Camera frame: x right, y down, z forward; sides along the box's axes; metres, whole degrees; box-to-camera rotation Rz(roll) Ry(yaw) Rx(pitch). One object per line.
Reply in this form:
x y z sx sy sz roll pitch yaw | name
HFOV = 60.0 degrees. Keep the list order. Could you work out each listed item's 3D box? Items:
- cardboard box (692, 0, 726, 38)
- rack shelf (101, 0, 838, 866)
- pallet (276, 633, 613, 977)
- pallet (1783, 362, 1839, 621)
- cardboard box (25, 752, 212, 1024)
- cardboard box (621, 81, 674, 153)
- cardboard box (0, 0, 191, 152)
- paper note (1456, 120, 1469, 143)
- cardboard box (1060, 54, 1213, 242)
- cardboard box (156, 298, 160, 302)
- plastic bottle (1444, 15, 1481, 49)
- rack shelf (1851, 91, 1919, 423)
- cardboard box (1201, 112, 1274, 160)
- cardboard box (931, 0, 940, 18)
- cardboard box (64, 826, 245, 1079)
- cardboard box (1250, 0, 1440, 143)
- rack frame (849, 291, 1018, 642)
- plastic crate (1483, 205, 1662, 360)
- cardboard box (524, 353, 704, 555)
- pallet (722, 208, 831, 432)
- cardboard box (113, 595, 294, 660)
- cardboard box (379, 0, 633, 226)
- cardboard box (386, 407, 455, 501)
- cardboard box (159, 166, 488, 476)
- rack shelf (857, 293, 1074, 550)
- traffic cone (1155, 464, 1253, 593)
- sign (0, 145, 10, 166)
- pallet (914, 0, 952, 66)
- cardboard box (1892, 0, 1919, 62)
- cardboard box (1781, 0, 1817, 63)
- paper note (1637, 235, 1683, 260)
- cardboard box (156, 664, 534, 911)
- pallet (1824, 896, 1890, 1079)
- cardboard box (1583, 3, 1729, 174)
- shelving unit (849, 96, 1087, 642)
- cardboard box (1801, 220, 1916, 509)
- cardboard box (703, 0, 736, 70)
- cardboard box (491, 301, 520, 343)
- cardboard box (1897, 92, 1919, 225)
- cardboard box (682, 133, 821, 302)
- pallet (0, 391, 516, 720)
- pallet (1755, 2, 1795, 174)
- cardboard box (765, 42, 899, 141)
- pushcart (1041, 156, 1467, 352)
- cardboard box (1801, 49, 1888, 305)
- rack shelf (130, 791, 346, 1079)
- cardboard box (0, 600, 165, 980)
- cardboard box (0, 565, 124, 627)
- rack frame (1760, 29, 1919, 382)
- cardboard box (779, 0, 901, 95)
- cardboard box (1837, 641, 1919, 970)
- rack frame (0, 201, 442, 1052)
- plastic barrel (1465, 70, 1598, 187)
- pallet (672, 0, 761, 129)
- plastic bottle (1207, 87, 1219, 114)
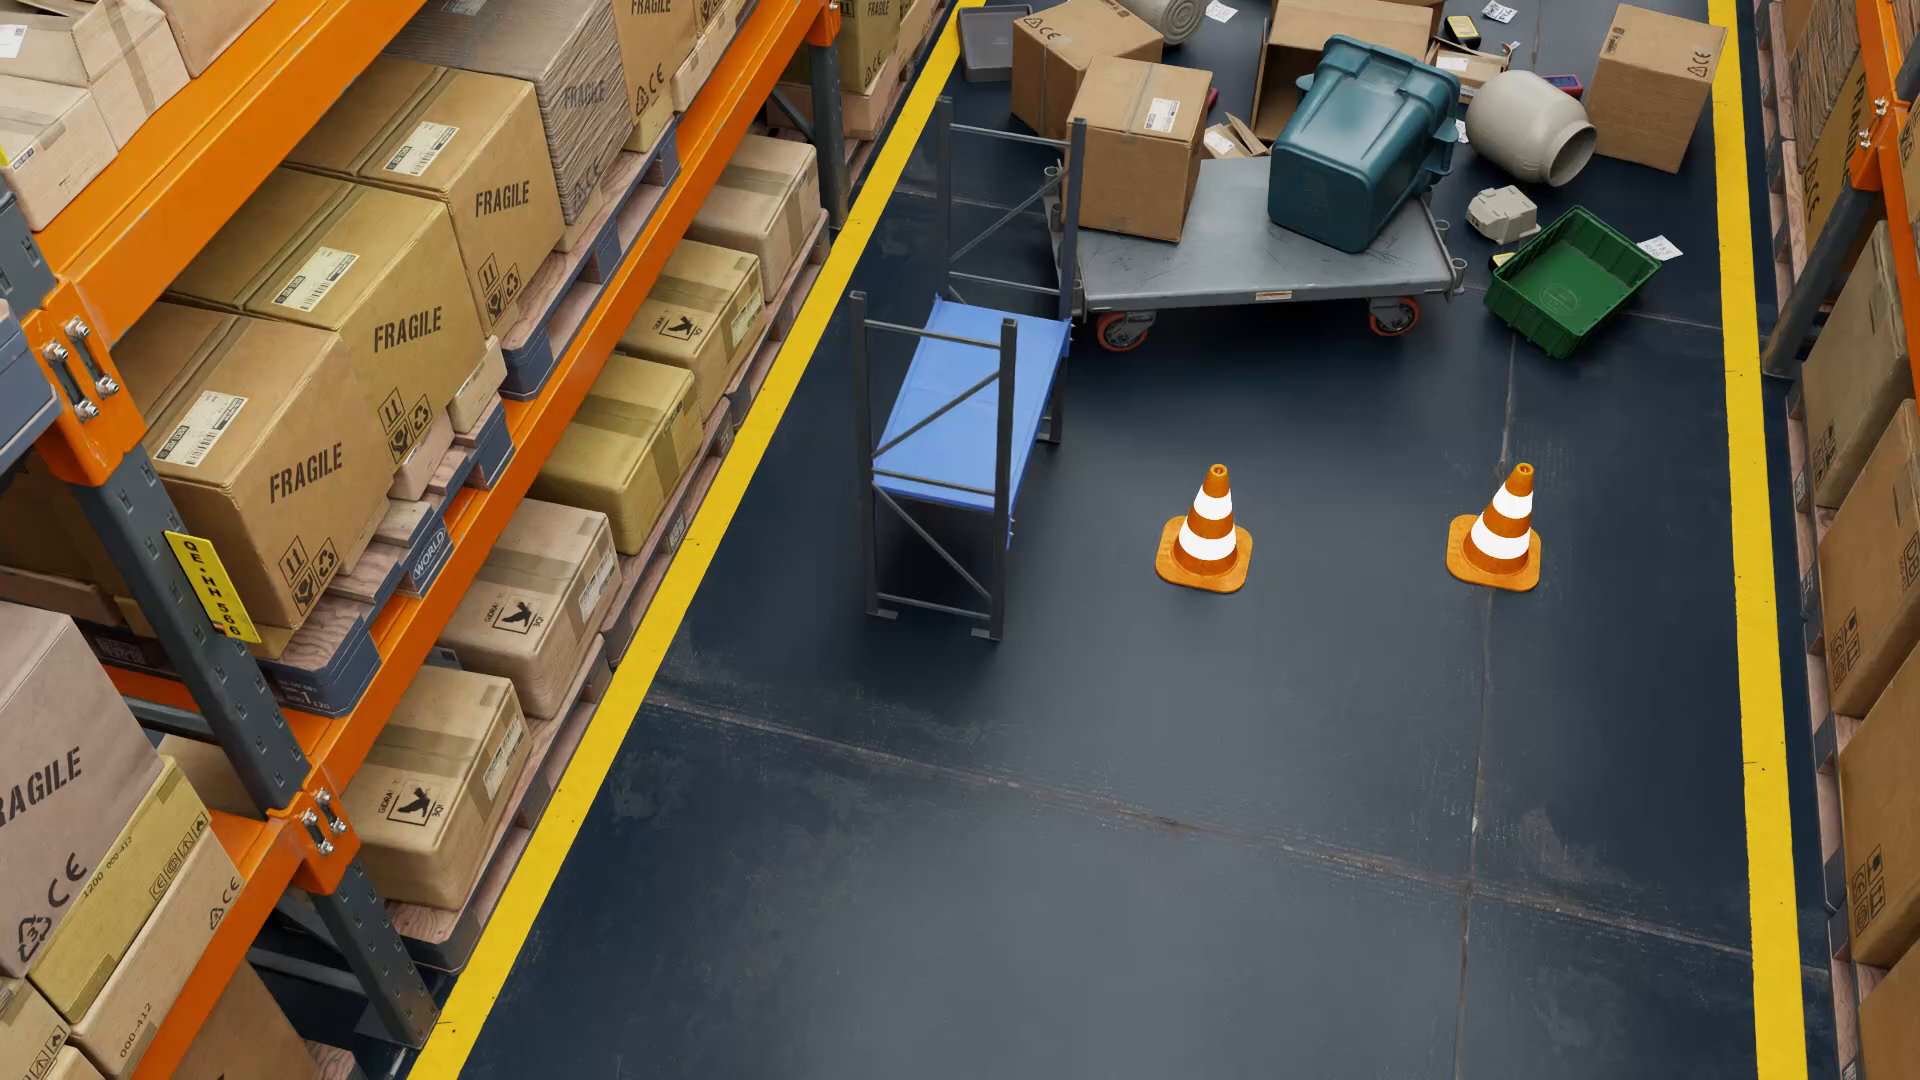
-1.033 -2.049 5.513 0.500 0.500 0.500 12 50 10 | cardboard box
-1.529 -0.832 5.464 1.077 0.370 4.000 12 50 10 | rack shelf
-1.849 0.734 5.461 1.003 0.211 1.213 12 50 10 | pallet
3.669 -0.118 6.213 1.003 0.211 1.213 12 50 10 | pallet
-1.938 0.661 3.433 0.500 0.250 0.500 11 50 10 | cardboard box
-1.155 -1.411 5.382 0.380 0.149 0.250 12 50 10 | cardboard box
-1.742 -0.951 3.178 0.396 0.266 0.258 12 50 10 | cardboard box
2.391 -1.972 7.975 0.172 0.023 0.155 28 54 22 | paper note
0.722 -1.611 6.833 0.500 0.500 0.500 12 50 10 | cardboard box
-2.079 -0.654 4.281 0.500 0.500 0.500 11 49 9 | cardboard box
2.573 -2.575 8.482 0.133 0.061 0.283 -4 49 -3 | plastic bottle
3.273 0.071 4.666 1.077 0.370 4.000 12 50 10 | rack shelf
1.282 -1.778 7.642 0.258 0.266 0.396 -19 51 -16 | cardboard box
-0.321 -2.892 8.356 0.500 0.250 0.500 11 49 10 | cardboard box
-1.939 0.843 3.606 0.500 0.250 0.500 10 49 9 | cardboard box
1.792 -2.181 7.749 0.797 0.637 0.503 12 50 10 | cardboard box
-0.086 -0.185 5.409 0.500 1.500 0.032 11 50 9 | rack frame
2.581 -1.086 7.045 0.662 0.188 0.450 -37 68 -28 | plastic crate
-1.506 -0.383 6.060 0.950 0.372 0.625 13 50 11 | cardboard box
-1.207 -1.031 7.019 1.003 0.211 1.213 12 50 10 | pallet
-1.791 0.122 4.029 0.380 0.149 0.250 9 49 8 | cardboard box
-1.311 -1.298 4.850 0.500 0.500 0.500 10 49 9 | cardboard box
-1.568 -0.265 4.370 0.380 0.149 0.250 9 49 8 | cardboard box
-1.584 -0.552 4.192 0.500 0.500 0.500 14 50 12 | cardboard box
0.037 -0.440 5.868 0.538 0.185 1.000 11 50 9 | rack shelf
0.910 -0.097 6.027 0.336 0.463 0.334 12 50 10 | traffic cone
-1.523 -0.698 2.467 0.100 0.325 0.005 12 50 10 | sign
-0.541 -2.972 8.733 1.003 0.211 1.213 12 50 10 | pallet
3.885 -1.932 5.855 0.875 0.550 0.550 12 50 10 | cardboard box
4.507 -2.802 7.860 0.875 0.875 0.875 11 49 9 | cardboard box
3.102 -1.296 7.373 0.147 0.020 0.142 -19 51 -16 | paper note
-1.898 0.700 5.104 0.950 0.372 0.625 9 49 7 | cardboard box
3.026 1.647 4.655 1.003 0.211 1.213 12 50 10 | pallet
3.218 -2.112 7.779 0.500 0.500 0.500 19 51 16 | cardboard box
0.039 -0.558 5.732 0.538 1.500 1.048 11 50 9 | shelving unit
3.722 -0.541 5.947 1.050 0.750 0.750 11 50 10 | cardboard box
-0.992 -1.765 5.695 0.380 0.149 0.250 11 49 9 | cardboard box
-1.487 -0.649 4.710 0.380 0.149 0.250 14 50 12 | cardboard box
3.401 -1.319 5.347 0.500 0.500 0.500 12 50 10 | cardboard box
-1.139 -1.407 6.963 0.950 0.372 0.625 12 50 11 | cardboard box
-1.971 -0.097 4.463 1.213 0.211 1.003 12 50 10 | pallet
4.394 -2.110 7.972 1.003 0.211 1.213 12 50 10 | pallet
-0.587 -2.120 7.674 0.500 0.250 0.500 10 49 8 | cardboard box
1.210 -1.236 7.089 1.648 0.377 0.936 -4 49 -3 | pushcart
4.032 -1.490 6.702 0.875 0.875 0.875 12 50 11 | cardboard box
-2.582 2.061 2.910 1.077 0.370 4.000 12 50 10 | rack shelf
-1.940 0.438 3.129 0.500 0.500 0.500 10 49 9 | cardboard box
-2.197 0.037 4.104 0.380 0.149 0.250 13 50 11 | cardboard box
3.799 -1.613 5.673 1.000 3.000 0.127 12 50 10 | rack frame
-0.587 -2.368 7.393 0.500 0.500 0.500 14 50 12 | cardboard box
3.220 0.830 4.738 1.050 0.750 0.750 12 50 11 | cardboard box
-2.056 0.376 3.917 1.000 3.000 0.127 12 50 10 | rack frame
2.618 -1.884 7.631 0.421 0.421 0.512 -27 54 -22 | plastic barrel
-1.345 -1.930 6.080 1.003 0.211 1.213 12 50 10 | pallet
1.146 -2.108 8.070 0.133 0.061 0.283 19 51 16 | plastic bottle
